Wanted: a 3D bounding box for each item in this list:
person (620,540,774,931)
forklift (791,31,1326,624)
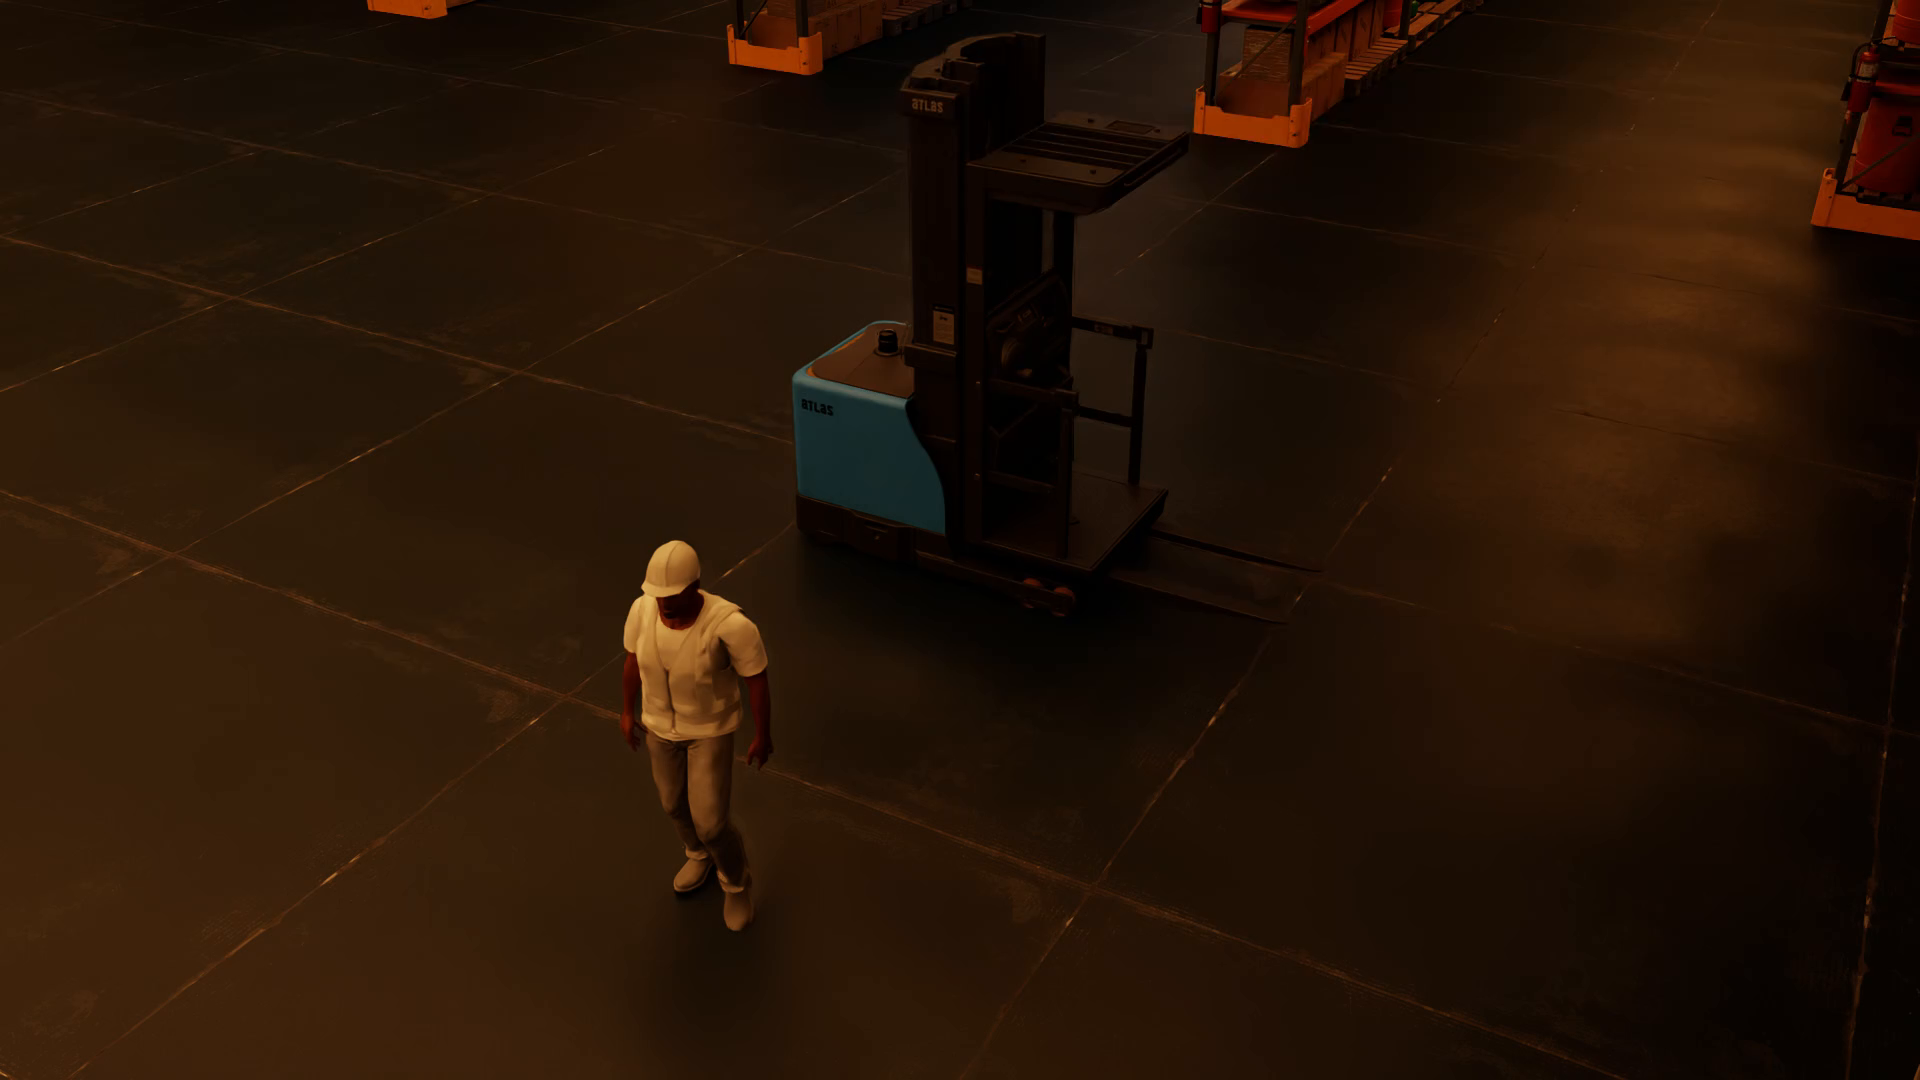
[{"bbox_3d":[-1.127,0.805,6.906,0.677,1.786,0.496,11,32,18],"label":"person"},{"bbox_3d":[0.559,-1.144,9.053,3.031,2.935,1.130,15,33,25],"label":"forklift"}]
